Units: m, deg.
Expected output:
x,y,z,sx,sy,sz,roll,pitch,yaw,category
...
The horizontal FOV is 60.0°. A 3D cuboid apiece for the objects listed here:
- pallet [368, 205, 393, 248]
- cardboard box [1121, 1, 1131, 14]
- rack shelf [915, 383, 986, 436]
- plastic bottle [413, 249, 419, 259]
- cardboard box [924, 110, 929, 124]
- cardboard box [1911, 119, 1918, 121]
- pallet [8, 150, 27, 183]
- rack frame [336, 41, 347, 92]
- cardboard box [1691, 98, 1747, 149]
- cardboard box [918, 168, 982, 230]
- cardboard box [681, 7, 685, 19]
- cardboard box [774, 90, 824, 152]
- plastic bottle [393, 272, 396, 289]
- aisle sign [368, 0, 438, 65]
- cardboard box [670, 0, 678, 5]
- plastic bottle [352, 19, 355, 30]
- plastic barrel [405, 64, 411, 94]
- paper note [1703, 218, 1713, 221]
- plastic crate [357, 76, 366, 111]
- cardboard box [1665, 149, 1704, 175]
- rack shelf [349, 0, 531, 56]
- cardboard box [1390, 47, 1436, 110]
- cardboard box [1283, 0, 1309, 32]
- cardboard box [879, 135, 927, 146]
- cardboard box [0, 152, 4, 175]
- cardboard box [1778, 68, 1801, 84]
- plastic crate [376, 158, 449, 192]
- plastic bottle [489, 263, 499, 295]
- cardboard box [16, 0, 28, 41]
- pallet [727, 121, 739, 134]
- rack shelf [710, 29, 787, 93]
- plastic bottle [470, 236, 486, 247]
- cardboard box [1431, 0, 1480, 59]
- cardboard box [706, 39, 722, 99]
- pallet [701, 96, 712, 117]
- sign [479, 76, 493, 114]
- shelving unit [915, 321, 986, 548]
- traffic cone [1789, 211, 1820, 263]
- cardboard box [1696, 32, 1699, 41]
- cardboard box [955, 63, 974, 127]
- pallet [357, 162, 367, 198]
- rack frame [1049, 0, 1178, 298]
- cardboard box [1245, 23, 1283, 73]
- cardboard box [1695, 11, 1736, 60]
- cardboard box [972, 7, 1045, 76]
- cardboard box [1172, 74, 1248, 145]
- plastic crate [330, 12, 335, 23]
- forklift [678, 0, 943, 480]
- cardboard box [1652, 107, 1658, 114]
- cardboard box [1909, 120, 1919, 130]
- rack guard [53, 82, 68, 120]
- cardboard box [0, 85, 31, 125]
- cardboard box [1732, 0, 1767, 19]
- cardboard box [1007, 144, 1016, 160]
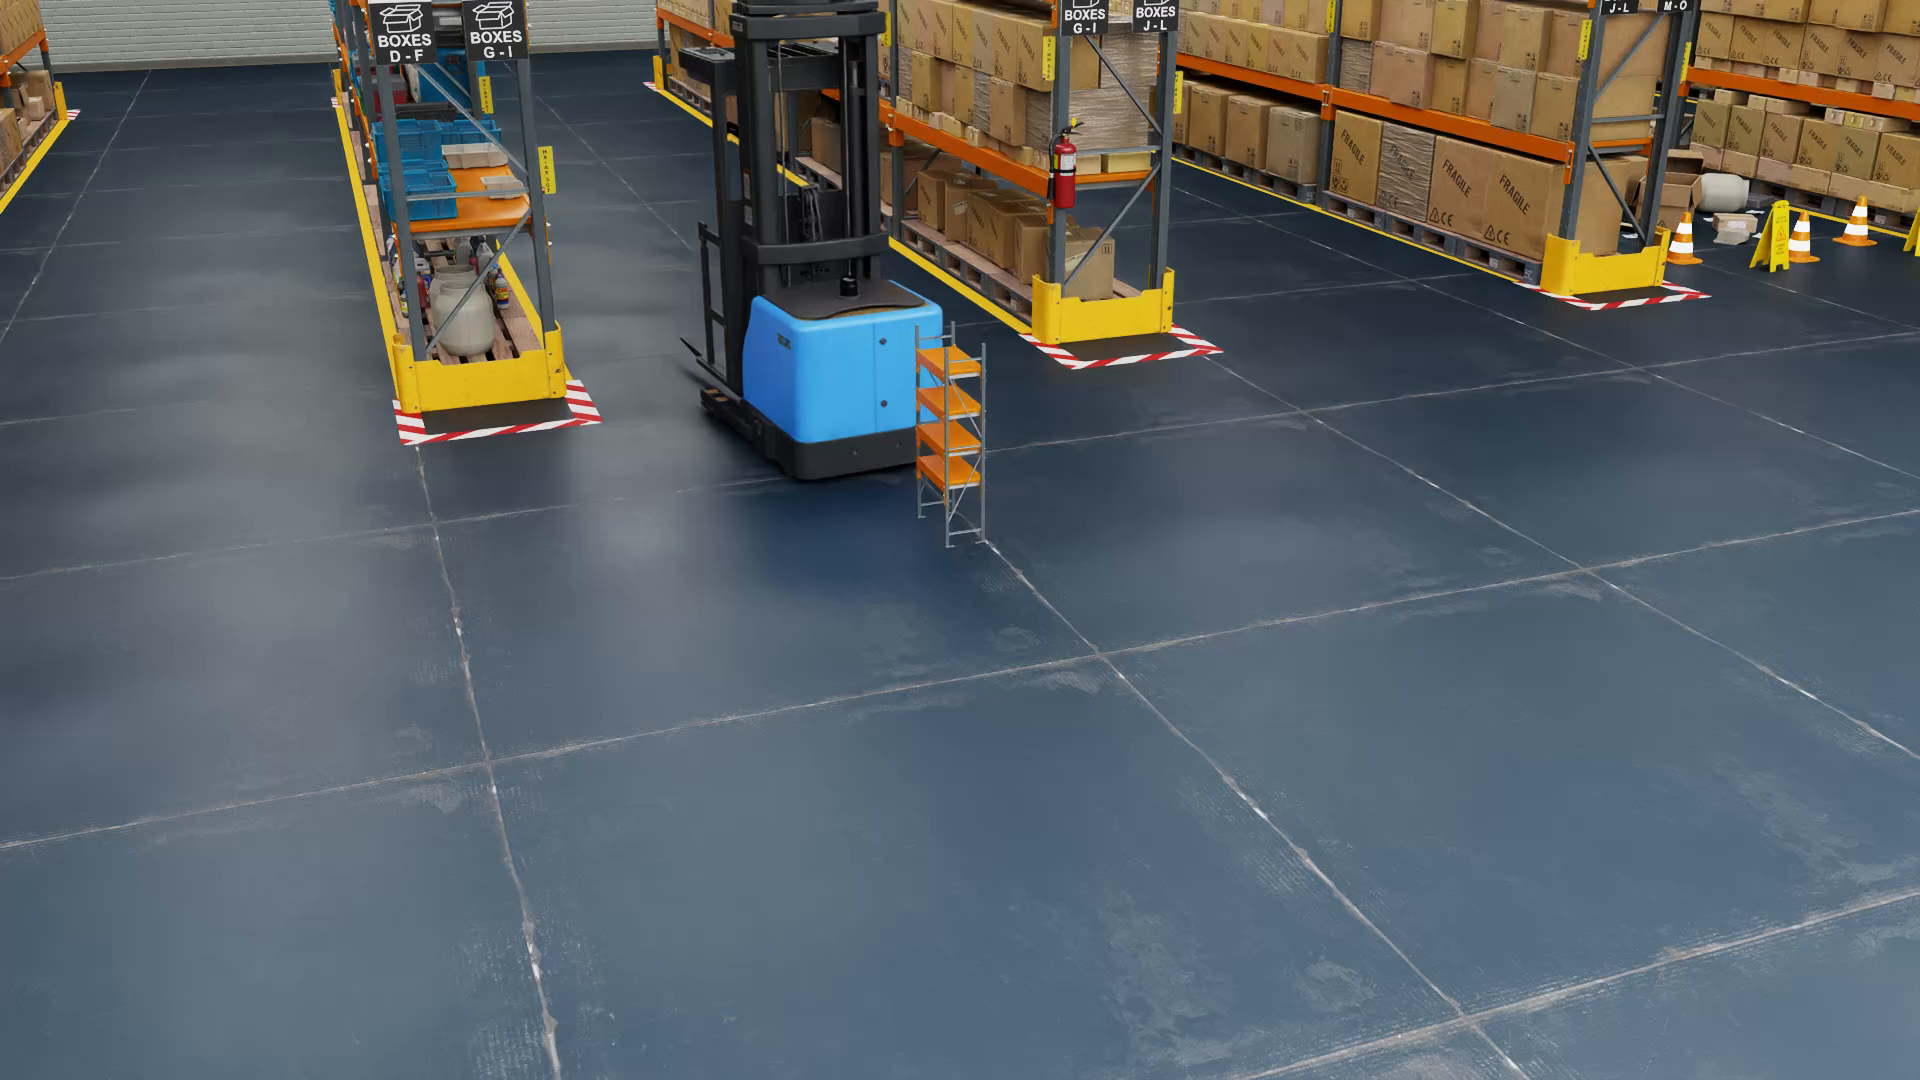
x,y,z,sx,sy,sz,roll,pitch,yaw,category
-5.587,-3.293,17.292,1.003,0.211,1.213,-8,24,-19,pallet
2.361,-7.060,22.037,0.380,0.149,0.250,-7,24,-17,cardboard box
-0.058,-0.757,9.599,0.258,0.148,0.480,-8,24,-19,rack shelf
-4.777,-2.413,14.560,0.097,0.271,0.097,0,23,0,plastic bottle
-0.123,-4.030,15.772,0.380,0.149,0.250,-8,24,-19,cardboard box
13.247,-6.146,22.987,0.875,0.625,0.625,-9,24,-20,cardboard box
-11.977,-4.507,20.173,1.003,0.211,1.213,-8,24,-19,pallet
-9.078,-8.214,25.378,1.000,3.000,0.127,-8,24,-19,rack frame
9.022,-4.914,19.581,0.500,0.500,0.500,-7,24,-16,cardboard box
-0.101,-3.425,16.691,0.500,0.500,0.500,-9,25,-21,cardboard box
-3.989,-7.950,25.074,0.380,0.149,0.250,-8,24,-18,cardboard box
-1.842,-5.455,21.026,1.225,0.875,0.875,-10,25,-21,cardboard box
-4.797,-2.243,14.245,0.097,0.201,0.097,0,23,0,plastic bottle
-3.678,-3.532,10.921,0.394,0.787,0.004,-8,24,-19,aisle sign
-4.163,-8.380,25.579,0.500,0.250,0.500,-9,25,-21,cardboard box
-7.829,-6.551,21.495,0.144,0.351,0.185,-8,24,-19,plastic bottle
-5.540,-4.862,17.279,0.421,0.512,0.421,0,23,0,plastic barrel
8.123,-3.466,17.950,0.148,0.019,0.142,0,23,-1,paper note
-5.519,-4.205,15.885,0.392,0.384,0.575,-8,24,-19,plastic crate
8.172,-4.167,18.989,0.500,0.500,0.500,8,24,18,cardboard box
-4.132,-4.178,12.866,1.077,0.370,4.000,-8,24,-19,rack shelf
4.908,-4.705,16.858,0.875,0.550,0.550,-8,24,-19,cardboard box
4.106,-6.051,18.828,0.700,0.500,0.500,-9,24,-20,cardboard box
-0.751,-4.190,18.481,0.700,0.500,0.500,-11,25,-24,cardboard box
-11.332,-4.446,19.089,0.500,0.500,0.500,-9,25,-21,cardboard box
9.320,-5.153,18.438,0.380,0.149,0.250,-8,24,-19,cardboard box
-4.106,-2.710,12.509,0.499,0.251,0.408,-8,24,-19,plastic crate
-3.931,-2.209,14.075,0.097,0.271,0.097,0,23,0,plastic bottle
-12.765,-6.904,22.139,0.500,0.500,0.500,-9,24,-20,cardboard box
-2.688,-5.886,23.442,1.003,0.211,1.213,-8,24,-19,pallet
-2.325,-6.382,21.957,1.077,0.370,4.000,-8,24,-19,rack shelf
-4.341,-2.642,15.000,0.144,0.351,0.185,-9,24,-20,plastic bottle
5.129,-5.015,16.203,0.875,0.550,0.500,-8,24,-19,cardboard box
-3.189,-6.906,24.468,0.875,0.875,0.875,-8,24,-19,cardboard box
-3.227,-6.443,24.764,1.003,0.211,1.213,-8,24,-19,pallet
-4.320,-4.053,15.148,0.100,0.325,0.005,-8,24,-19,sign
-0.058,-0.613,9.660,0.258,1.200,0.503,-8,24,-19,shelving unit
8.202,-2.975,16.212,0.336,0.463,0.334,-8,24,-19,traffic cone
9.166,-6.215,20.417,0.380,0.149,0.250,-8,24,-18,cardboard box
0.449,-4.003,14.874,0.875,0.500,0.500,-8,24,-19,cardboard box
-6.569,-4.303,19.689,1.003,0.211,1.213,-8,24,-19,pallet
1.208,-3.080,13.197,1.000,3.000,0.127,-8,24,-19,rack frame
3.679,-5.744,19.387,0.500,0.500,0.500,-8,24,-18,cardboard box
8.961,-5.879,19.324,0.500,0.500,0.500,-8,24,-19,cardboard box
0.426,-4.253,14.180,0.500,0.500,0.500,-8,24,-19,cardboard box
3.189,-5.554,21.422,1.050,0.750,0.750,-9,24,-20,cardboard box
-9.023,-7.611,24.209,0.250,0.136,0.298,-8,24,-19,plastic crate
-1.204,-2.266,11.353,1.130,2.935,3.031,-11,25,-24,forklift
8.621,-5.327,21.370,0.950,0.372,0.625,-7,24,-16,cardboard box
10.255,-4.241,17.984,0.500,0.500,0.500,-9,25,-21,cardboard box
-13.686,-6.357,24.188,1.175,0.500,0.348,-8,24,-19,rack guard
-12.969,-5.817,22.337,0.797,0.503,0.637,-8,24,-19,cardboard box
9.179,-6.159,18.702,0.700,0.500,0.500,-8,24,-19,cardboard box
0.616,-3.308,14.059,0.380,0.149,0.250,-8,24,-19,cardboard box
